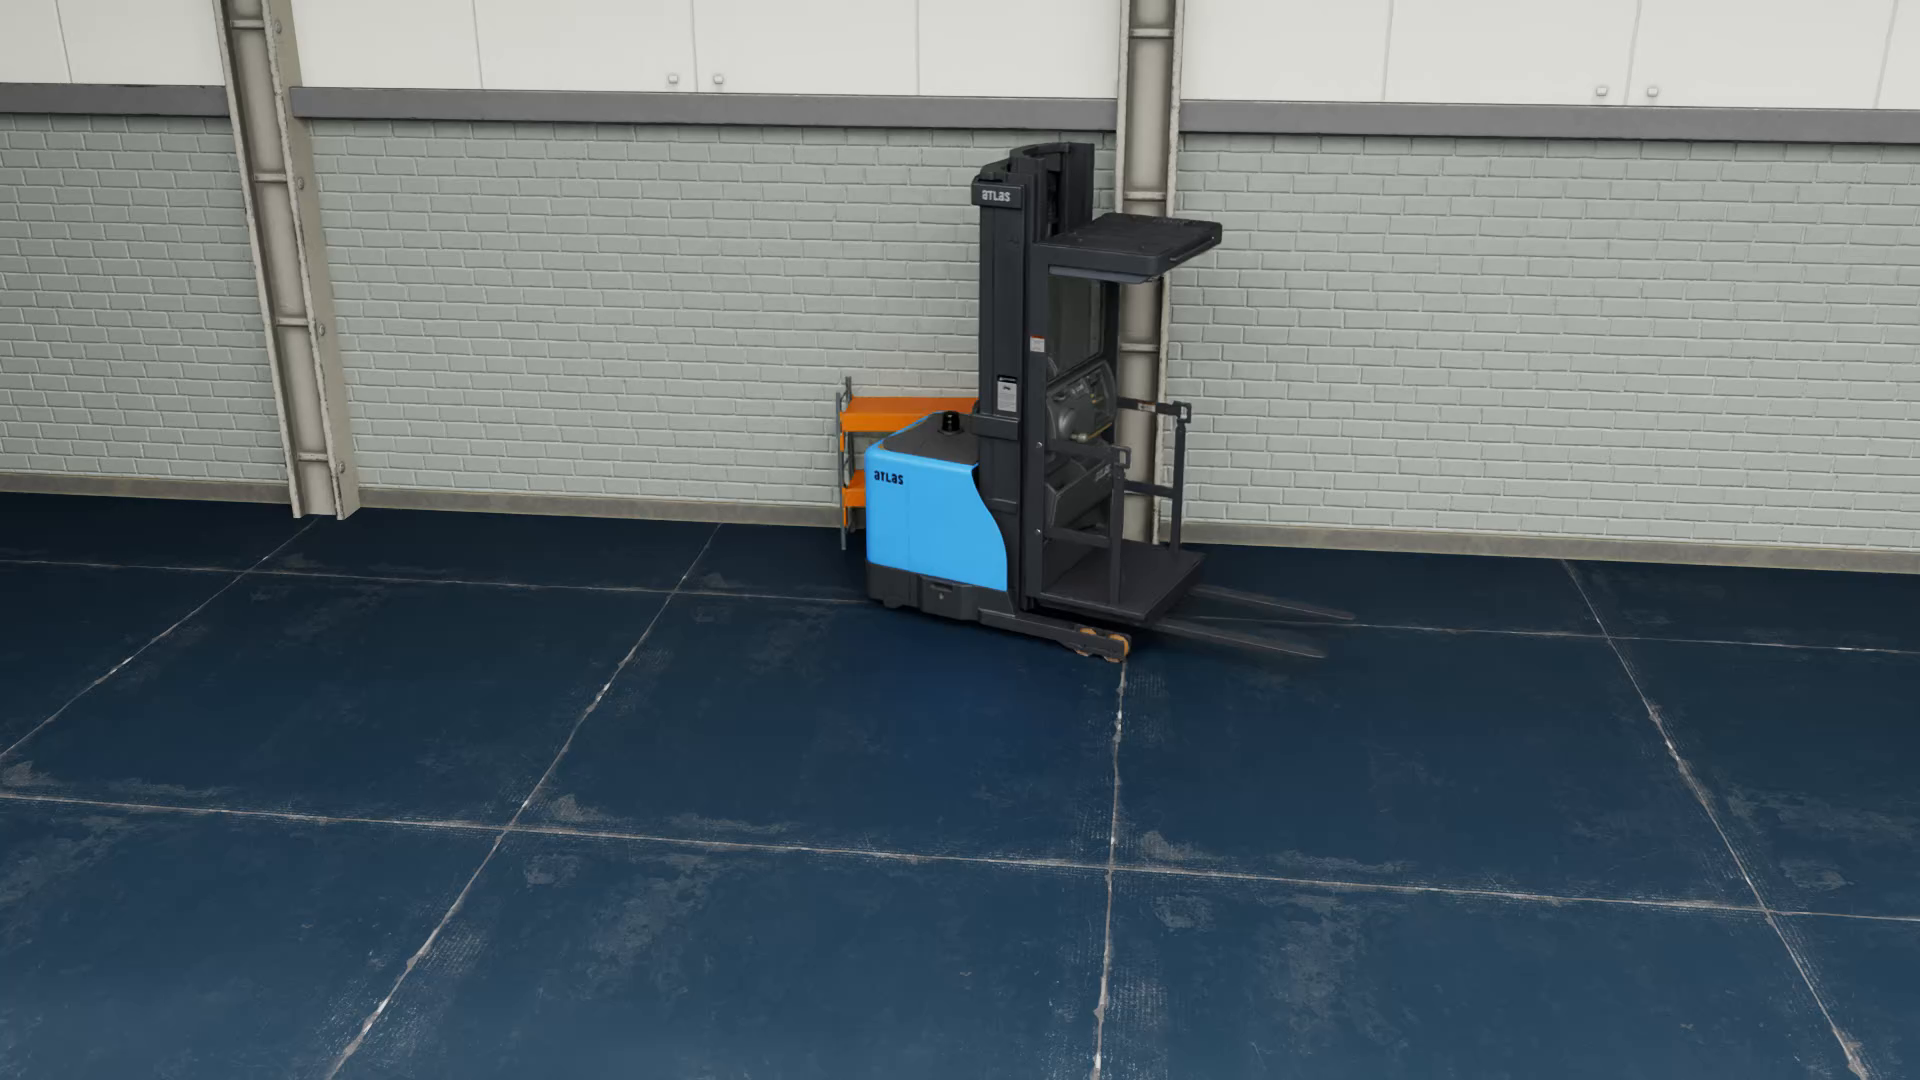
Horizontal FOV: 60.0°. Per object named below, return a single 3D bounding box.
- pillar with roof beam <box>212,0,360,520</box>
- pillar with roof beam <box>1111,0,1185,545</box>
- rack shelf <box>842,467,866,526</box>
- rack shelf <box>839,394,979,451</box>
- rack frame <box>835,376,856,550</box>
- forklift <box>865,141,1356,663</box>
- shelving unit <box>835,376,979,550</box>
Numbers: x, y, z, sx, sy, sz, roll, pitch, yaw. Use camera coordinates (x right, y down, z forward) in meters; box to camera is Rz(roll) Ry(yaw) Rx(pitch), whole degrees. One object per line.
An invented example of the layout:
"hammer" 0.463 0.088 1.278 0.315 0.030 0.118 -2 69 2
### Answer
"pillar with roof beam" -5.251 -2.828 6.852 0.400 9.000 9.100 2 22 6
"pillar with roof beam" 0.707 -2.568 6.196 0.400 9.000 9.100 2 22 6
"rack shelf" -0.290 -0.306 11.720 1.000 0.278 0.538 1 18 5
"rack shelf" -0.299 -0.816 11.551 1.000 0.278 0.538 1 18 5
"rack frame" -0.801 -0.544 11.688 0.032 1.125 0.500 1 18 5
"forklift" 0.926 -0.844 10.088 3.031 2.935 1.130 11 24 26
"shelving unit" -0.294 -0.538 11.643 1.048 1.125 0.538 1 18 5
